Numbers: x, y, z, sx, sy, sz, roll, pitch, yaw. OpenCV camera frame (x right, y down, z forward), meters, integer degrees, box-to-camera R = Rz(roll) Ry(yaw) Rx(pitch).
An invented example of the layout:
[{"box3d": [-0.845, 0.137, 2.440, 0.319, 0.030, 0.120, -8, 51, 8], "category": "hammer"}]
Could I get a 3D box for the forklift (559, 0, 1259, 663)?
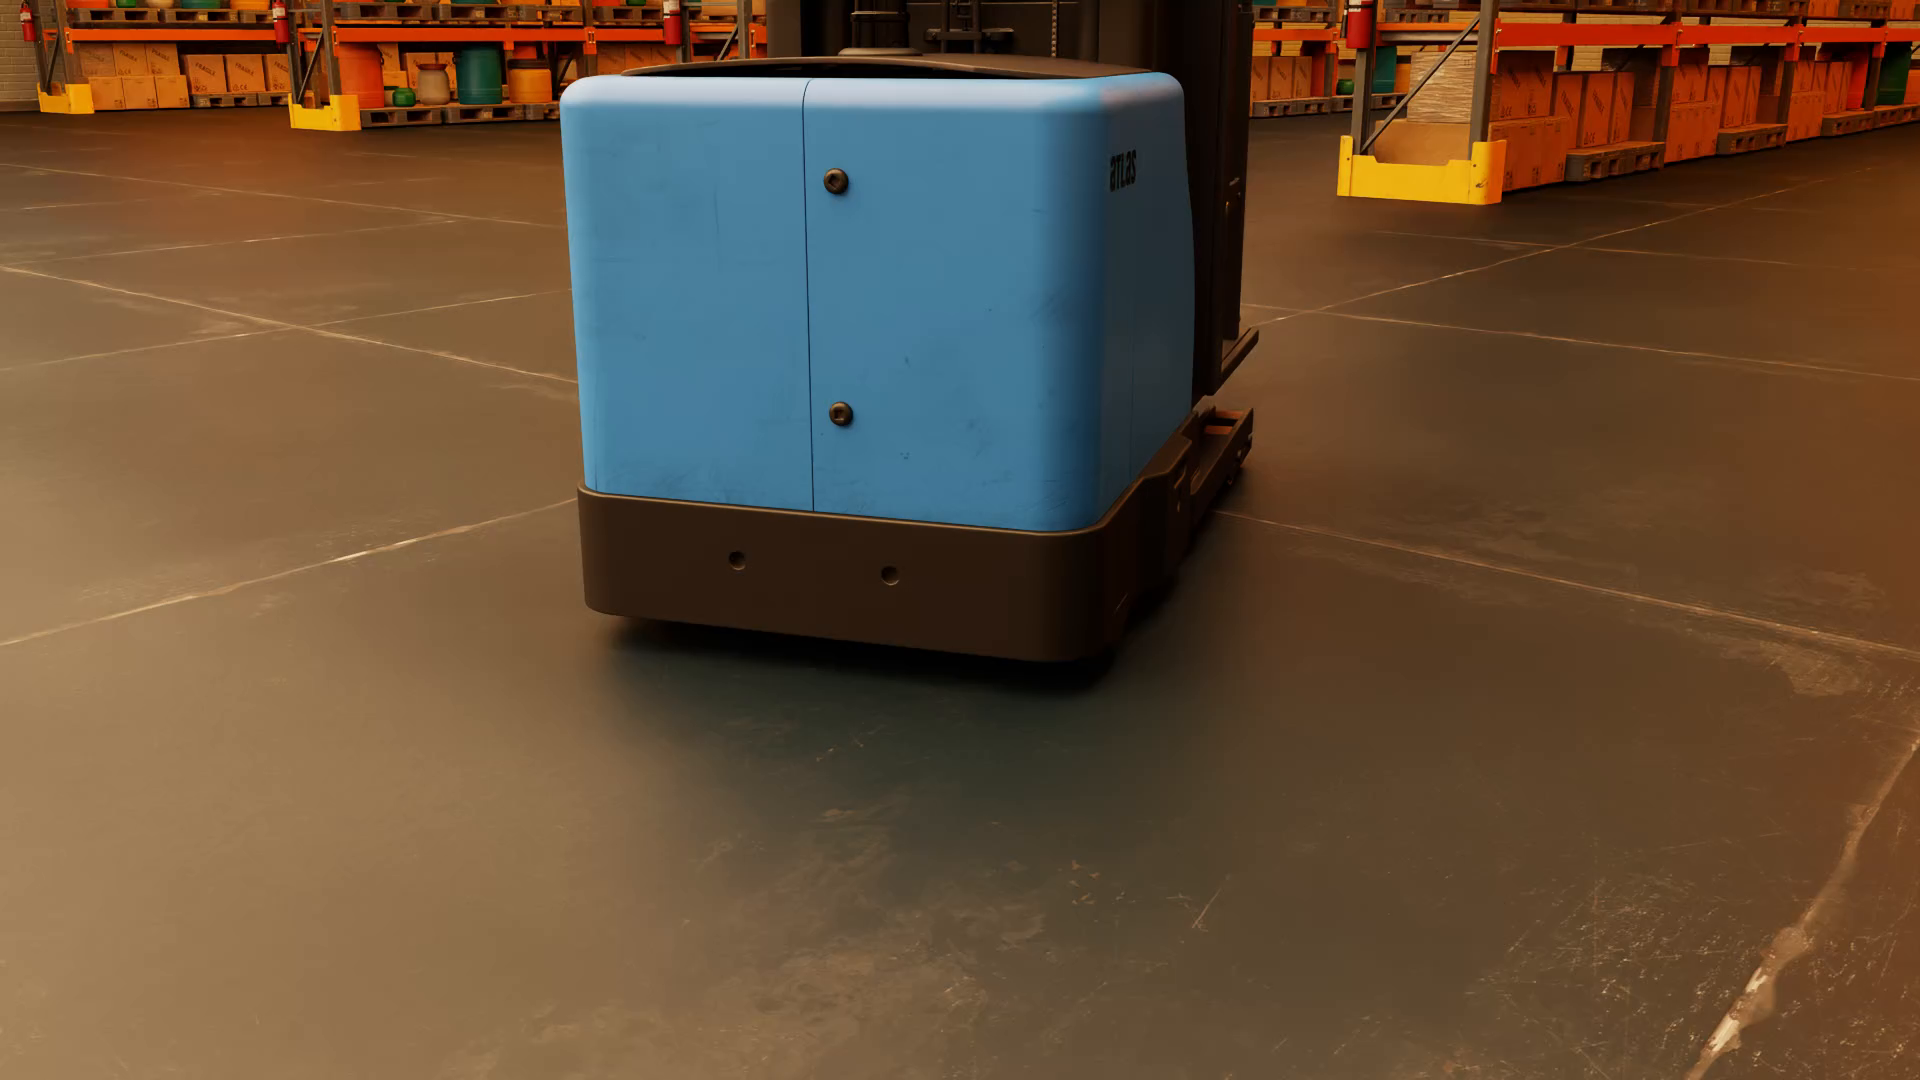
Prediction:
[{"box3d": [0.182, -1.571, 4.072, 1.130, 2.935, 3.031, 5, 18, 17], "category": "forklift"}]
